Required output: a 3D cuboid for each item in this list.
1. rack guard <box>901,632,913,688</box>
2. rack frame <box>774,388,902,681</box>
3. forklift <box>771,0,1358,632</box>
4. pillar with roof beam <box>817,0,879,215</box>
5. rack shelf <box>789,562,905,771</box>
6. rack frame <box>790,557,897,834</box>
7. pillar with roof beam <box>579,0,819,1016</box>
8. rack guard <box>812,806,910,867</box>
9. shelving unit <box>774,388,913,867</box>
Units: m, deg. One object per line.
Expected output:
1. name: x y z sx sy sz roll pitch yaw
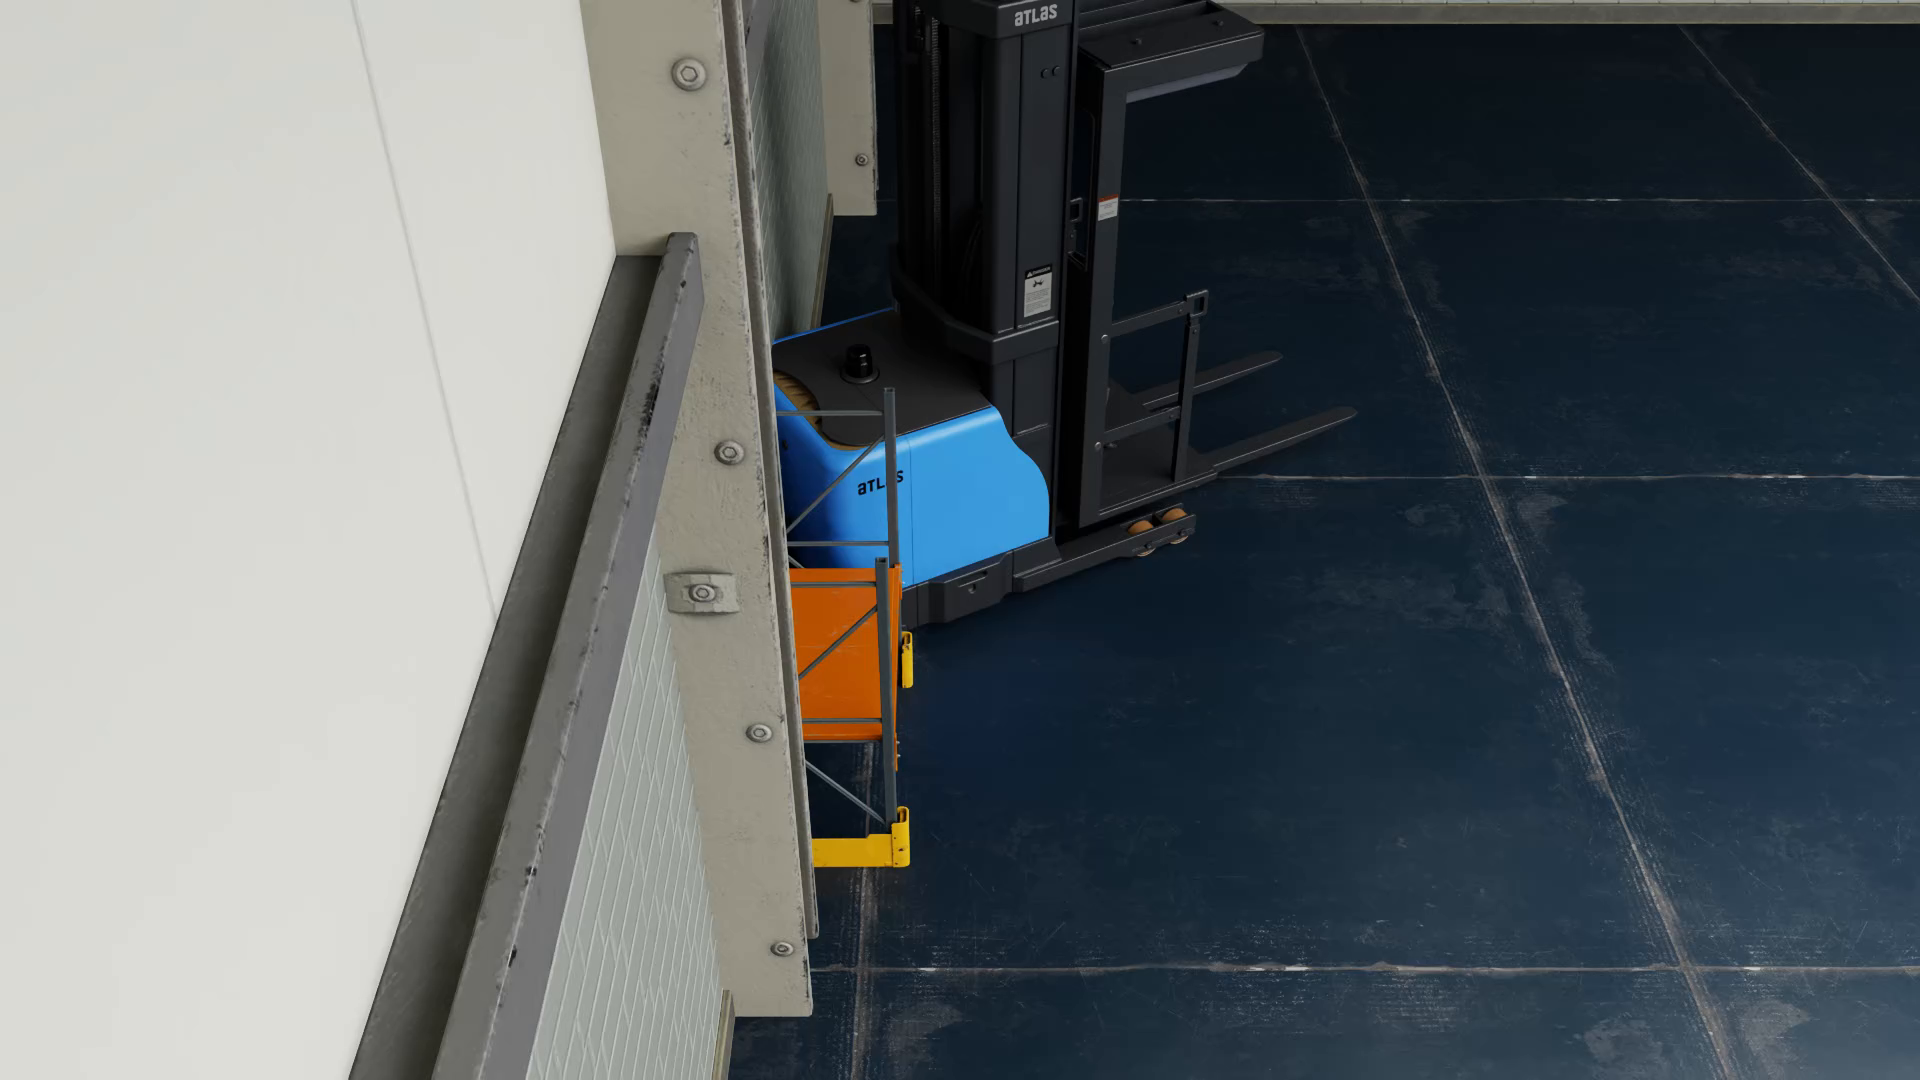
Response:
1. rack guard: -0.498 0.517 7.150 0.587 0.250 0.087 0 39 0
2. rack frame: -0.499 0.018 6.774 0.500 1.500 0.032 0 39 0
3. forklift: 0.542 -1.335 7.318 3.031 2.935 1.130 -19 43 -23
4. pillar with roof beam: 3.618 -5.704 7.918 9.100 9.000 0.400 0 39 0
5. rack shelf: -0.494 0.476 6.490 0.538 0.185 1.000 0 39 0
6. rack frame: -0.489 0.653 5.981 0.500 1.500 0.032 0 39 0
7. pillar with roof beam: 3.625 -1.952 3.236 9.100 9.000 0.400 0 39 0
8. rack guard: -0.489 1.140 6.373 0.587 0.250 0.087 0 39 0
9. shelving unit: -0.494 0.341 6.371 0.587 1.500 1.083 0 39 0
